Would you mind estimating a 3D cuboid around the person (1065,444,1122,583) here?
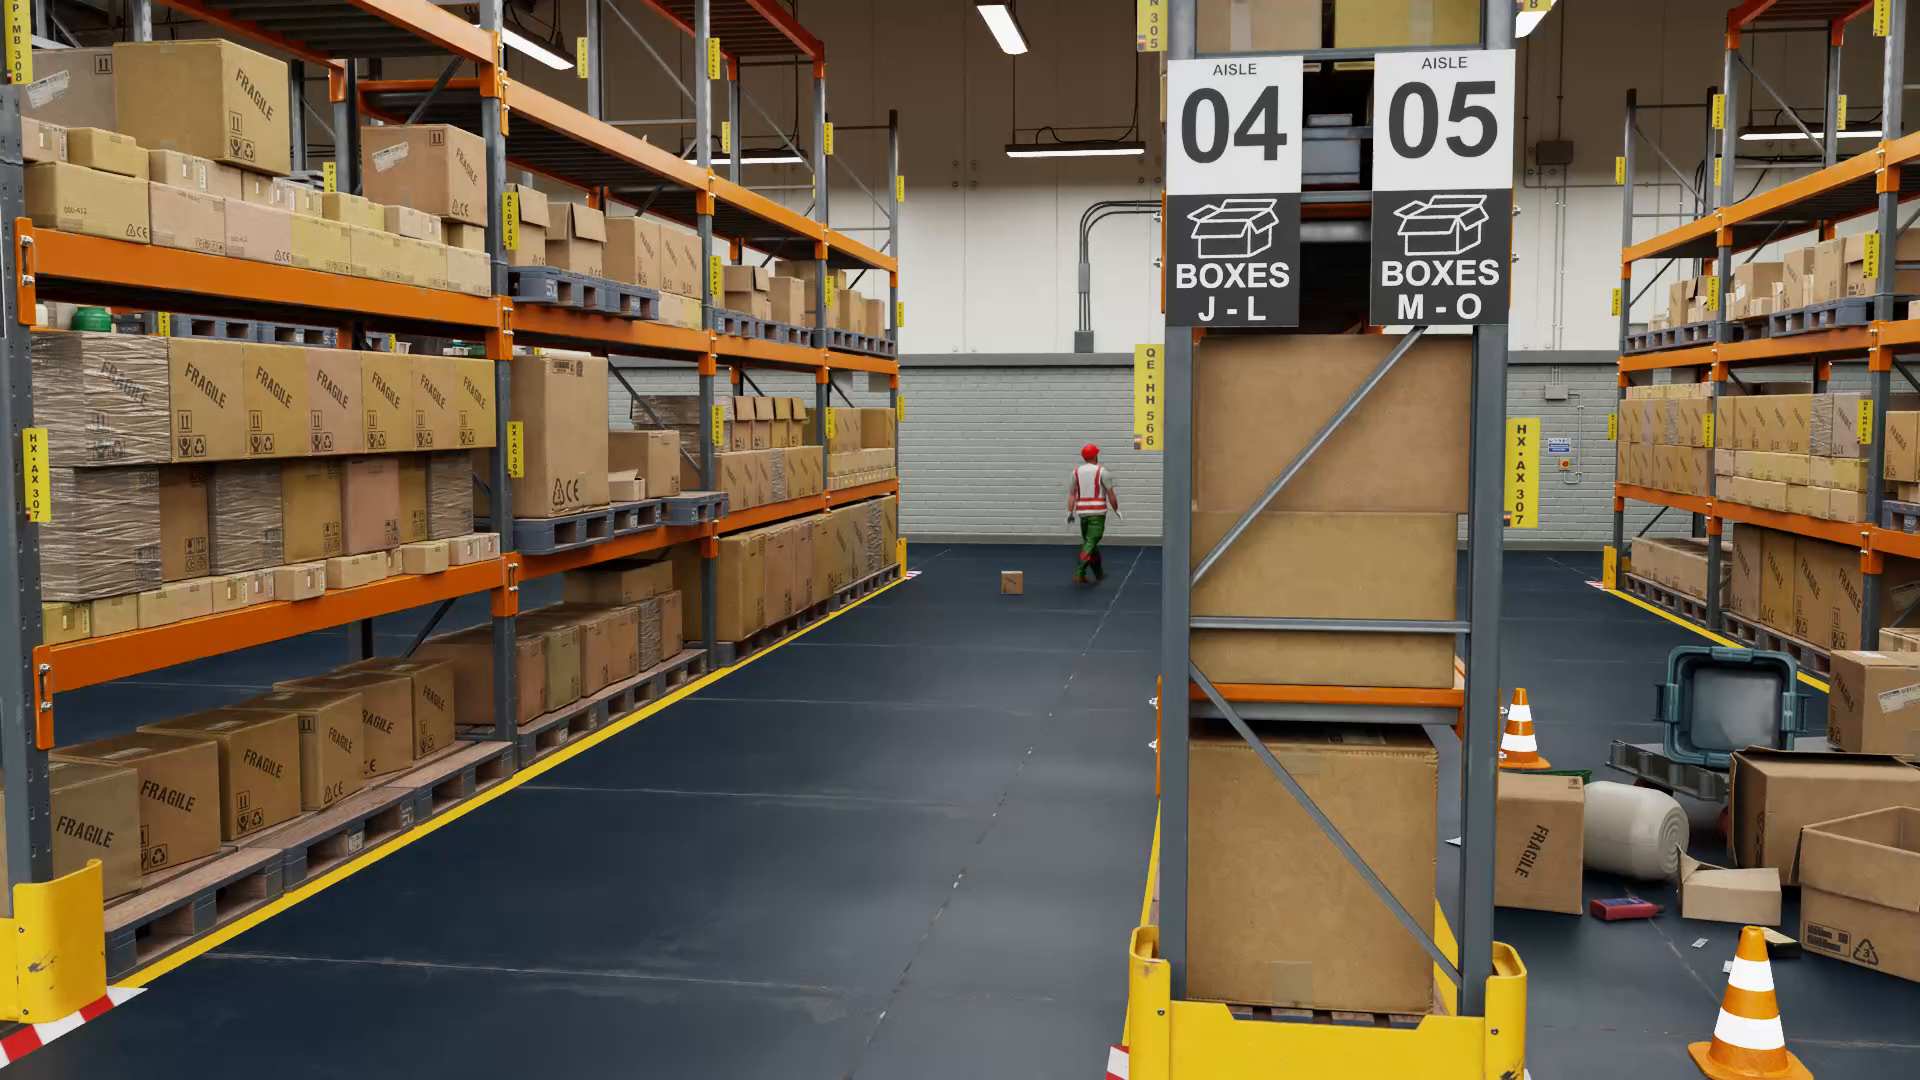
[{"bbox_3d":[1.687,-0.333,20.712,0.605,1.739,1.050,3,5,33],"label":"person"}]
